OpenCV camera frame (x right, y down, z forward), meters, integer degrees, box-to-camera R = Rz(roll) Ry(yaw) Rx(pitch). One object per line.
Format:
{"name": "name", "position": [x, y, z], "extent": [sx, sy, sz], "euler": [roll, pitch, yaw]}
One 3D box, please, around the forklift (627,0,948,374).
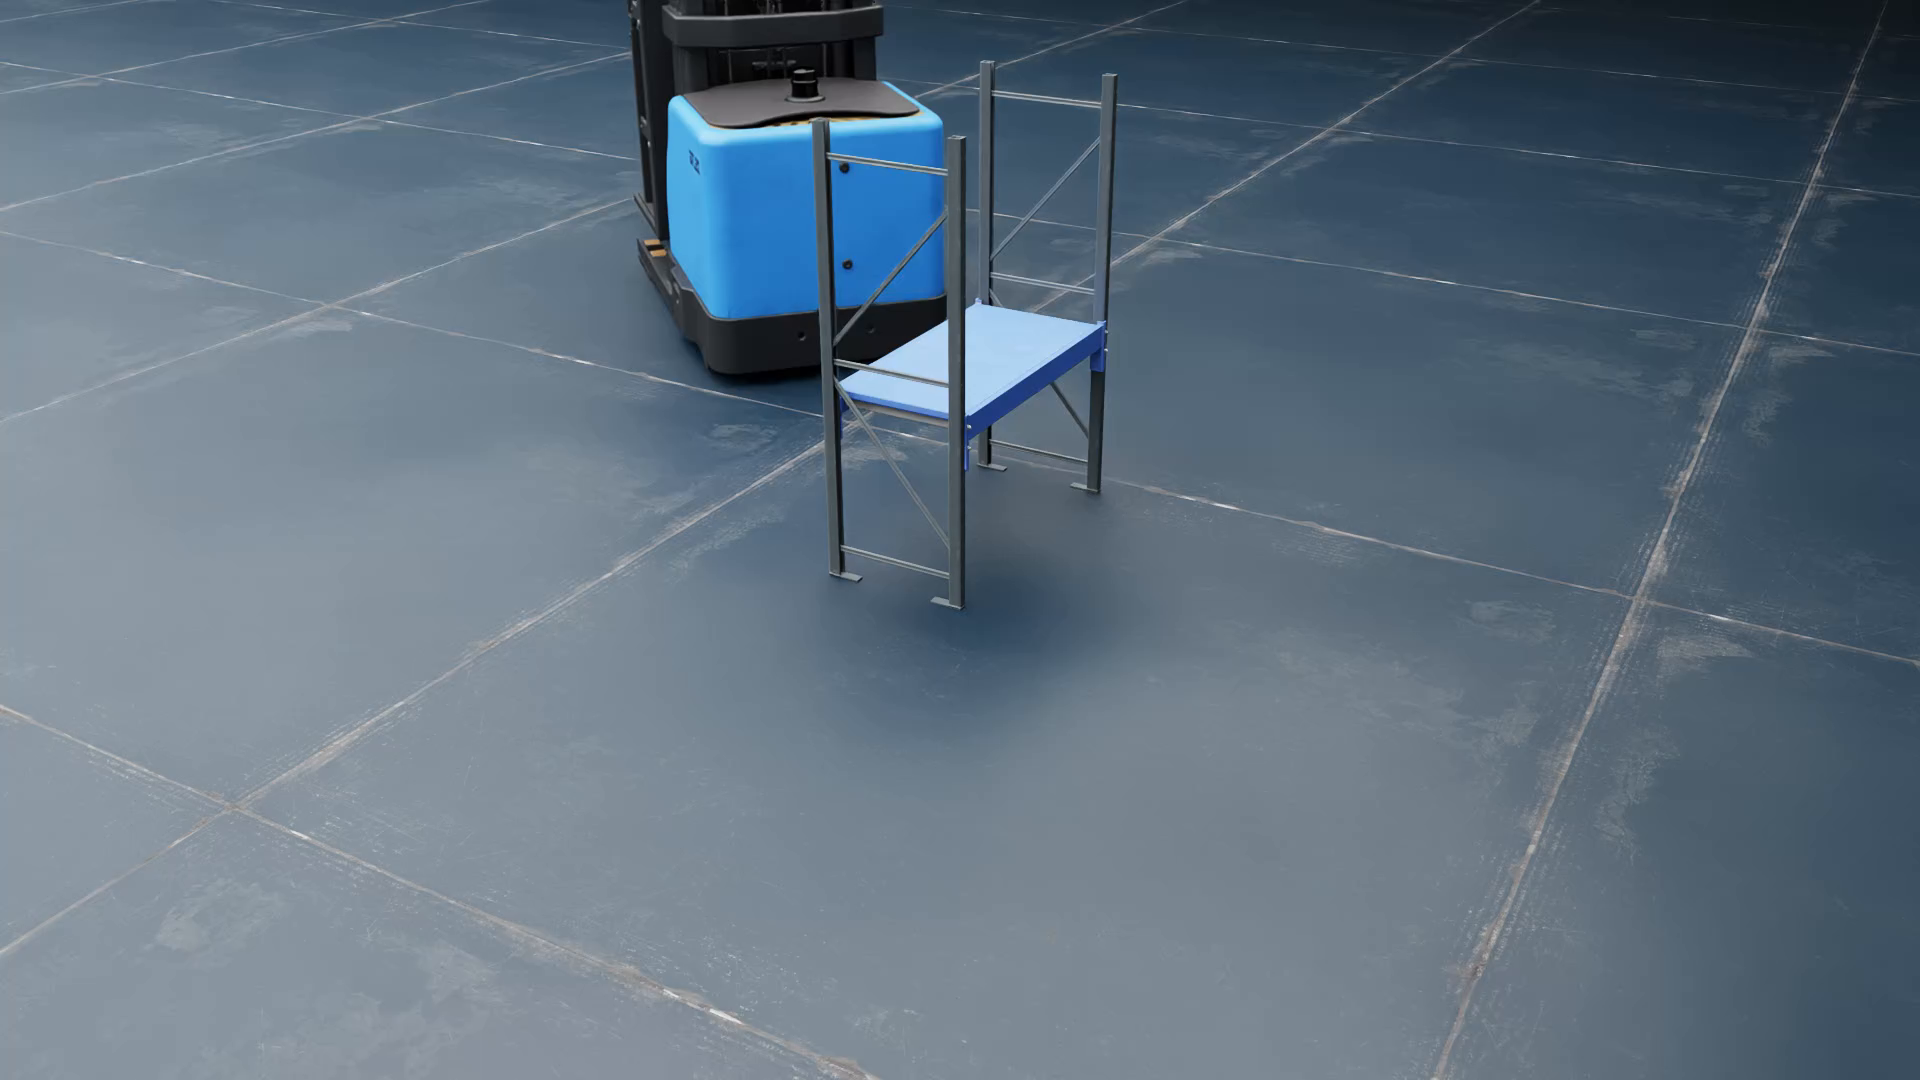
{"name": "forklift", "position": [-1.006, -2.645, 7.760], "extent": [1.130, 2.935, 3.031], "euler": [-9, 28, -17]}

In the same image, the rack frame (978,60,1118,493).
{"name": "rack frame", "position": [0.292, -0.902, 5.876], "extent": [0.500, 1.500, 0.032], "euler": [14, 30, 26]}

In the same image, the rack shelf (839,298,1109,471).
{"name": "rack shelf", "position": [0.042, -0.543, 5.561], "extent": [0.538, 0.185, 1.000], "euler": [14, 30, 26]}

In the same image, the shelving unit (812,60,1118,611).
{"name": "shelving unit", "position": [0.042, -0.704, 5.481], "extent": [0.538, 1.500, 1.048], "euler": [14, 30, 26]}

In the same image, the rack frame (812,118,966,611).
{"name": "rack frame", "position": [-0.208, -0.506, 5.085], "extent": [0.500, 1.500, 0.032], "euler": [14, 30, 26]}
